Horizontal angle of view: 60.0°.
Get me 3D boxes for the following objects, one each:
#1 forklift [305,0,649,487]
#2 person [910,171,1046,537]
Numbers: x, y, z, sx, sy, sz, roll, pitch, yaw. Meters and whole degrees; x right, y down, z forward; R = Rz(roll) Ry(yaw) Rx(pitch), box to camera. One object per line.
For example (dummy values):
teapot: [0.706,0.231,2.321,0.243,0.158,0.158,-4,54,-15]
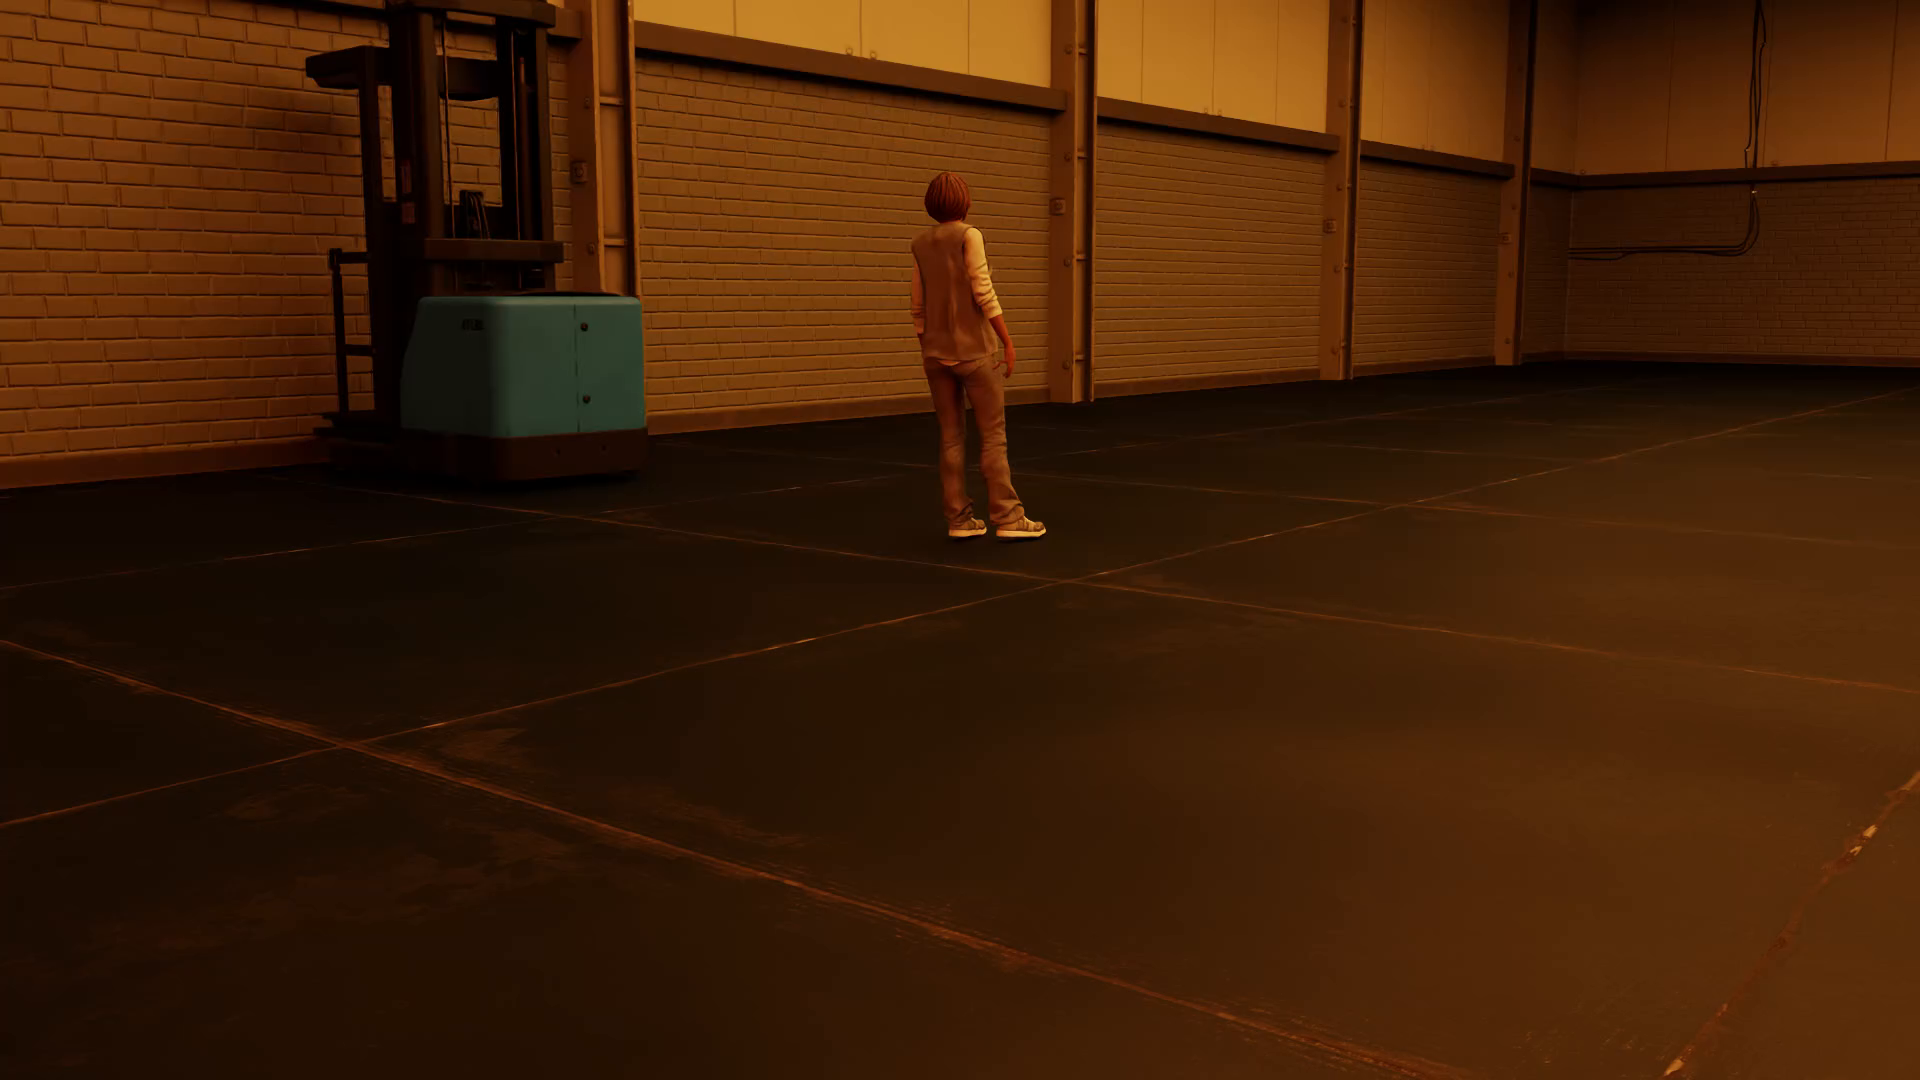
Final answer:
forklift: [-3.255,-1.897,10.247,3.031,2.935,1.130,8,11,42]
person: [0.058,-0.797,7.338,0.520,1.585,0.473,7,11,38]
